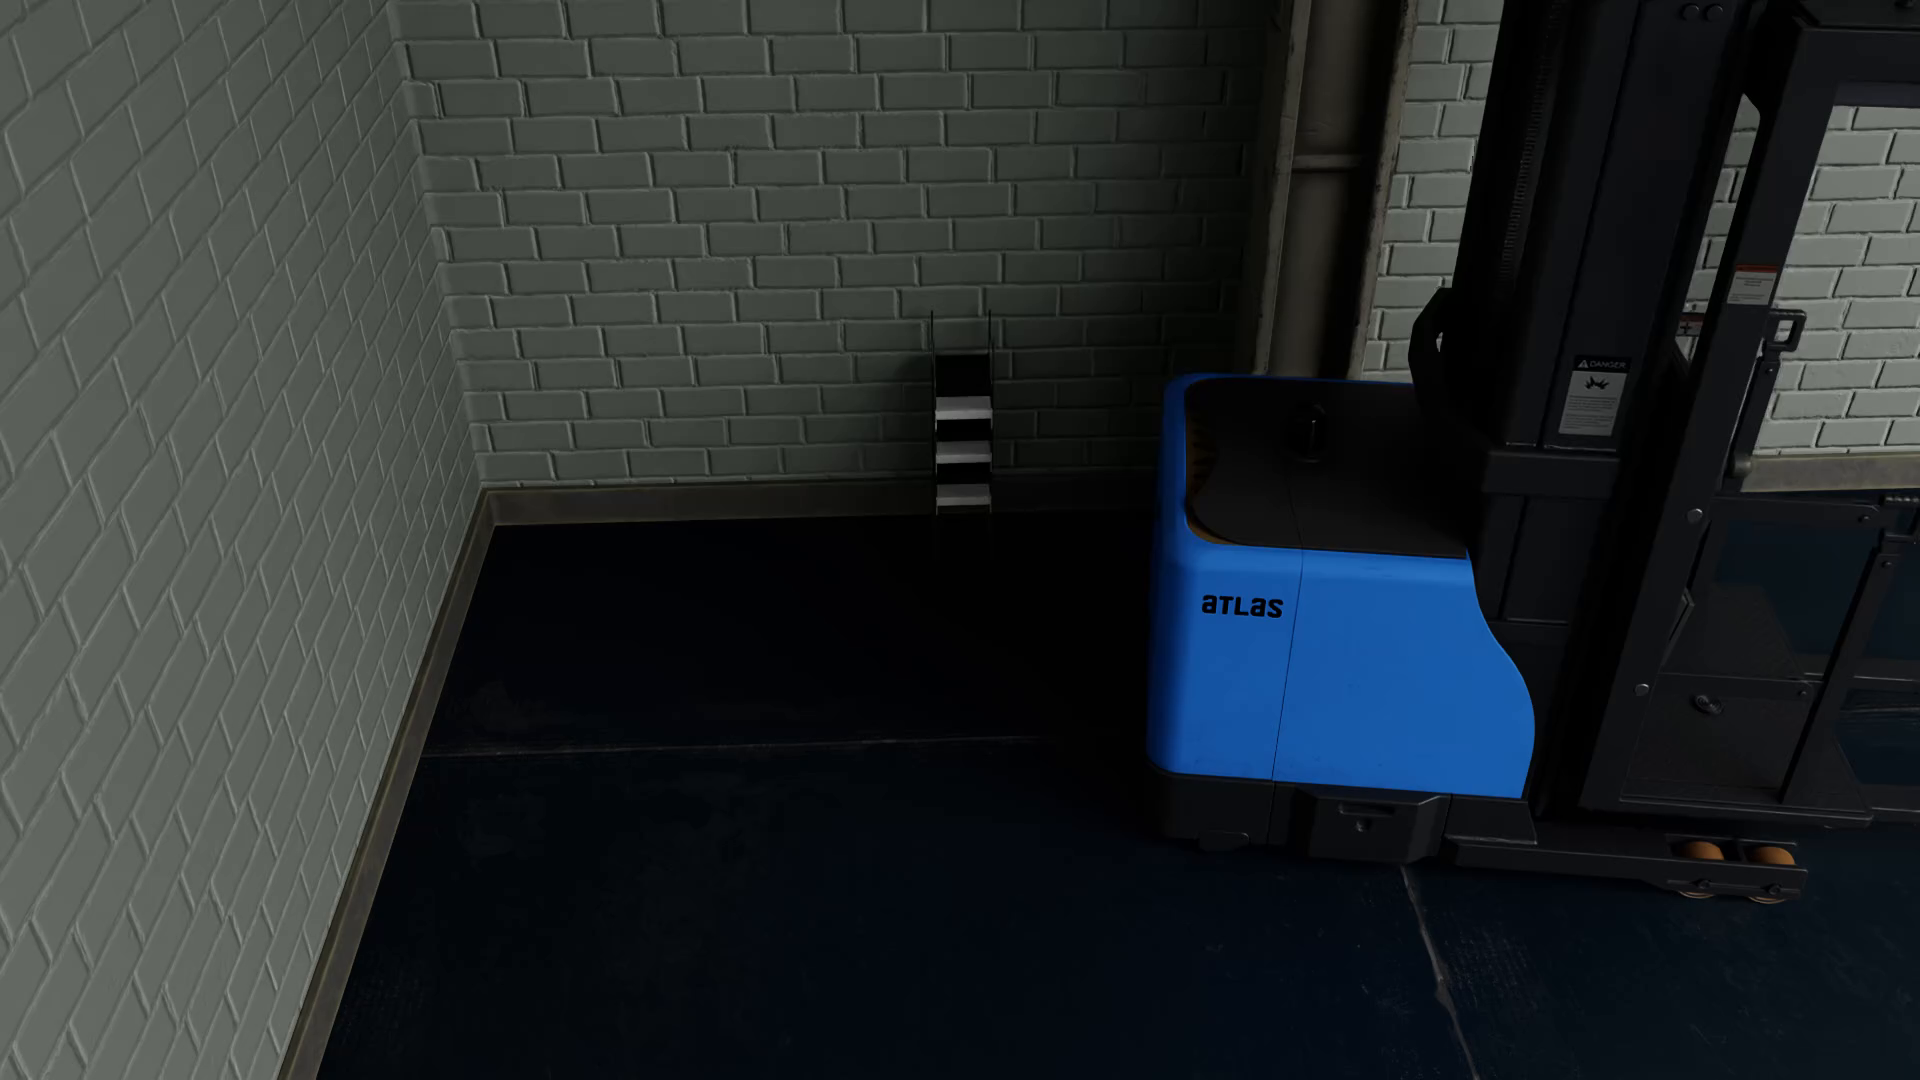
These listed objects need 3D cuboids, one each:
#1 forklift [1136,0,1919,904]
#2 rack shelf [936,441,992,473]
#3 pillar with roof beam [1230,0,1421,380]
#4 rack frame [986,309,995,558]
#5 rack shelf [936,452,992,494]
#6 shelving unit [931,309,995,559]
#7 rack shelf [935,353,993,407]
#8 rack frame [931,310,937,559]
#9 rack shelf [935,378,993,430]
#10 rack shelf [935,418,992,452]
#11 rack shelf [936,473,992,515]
[{"bbox_3d":[2.076,-0.487,4.378,3.031,2.935,1.130,3,35,5],"label":"forklift"},{"bbox_3d":[0.008,-0.343,6.013,0.200,0.077,0.258,-2,35,-2],"label":"rack shelf"},{"bbox_3d":[1.408,-1.322,0.253,0.400,9.000,9.100,-2,35,-2],"label":"pillar with roof beam"},{"bbox_3d":[0.110,-0.373,5.998,0.006,0.900,0.240,-2,35,-2],"label":"rack frame"},{"bbox_3d":[0.008,-0.269,6.064,0.200,0.077,0.258,-2,35,-2],"label":"rack shelf"},{"bbox_3d":[0.008,-0.370,5.994,0.210,0.900,0.258,-2,35,-2],"label":"shelving unit"},{"bbox_3d":[0.008,-0.565,5.860,0.200,0.077,0.258,-2,35,-2],"label":"rack shelf"},{"bbox_3d":[-0.093,-0.367,5.990,0.006,0.900,0.240,-2,35,-2],"label":"rack frame"},{"bbox_3d":[0.008,-0.491,5.911,0.200,0.077,0.258,-2,35,-2],"label":"rack shelf"},{"bbox_3d":[0.008,-0.417,5.962,0.200,0.077,0.258,-2,35,-2],"label":"rack shelf"},{"bbox_3d":[0.008,-0.195,6.116,0.200,0.077,0.258,-2,35,-2],"label":"rack shelf"}]
